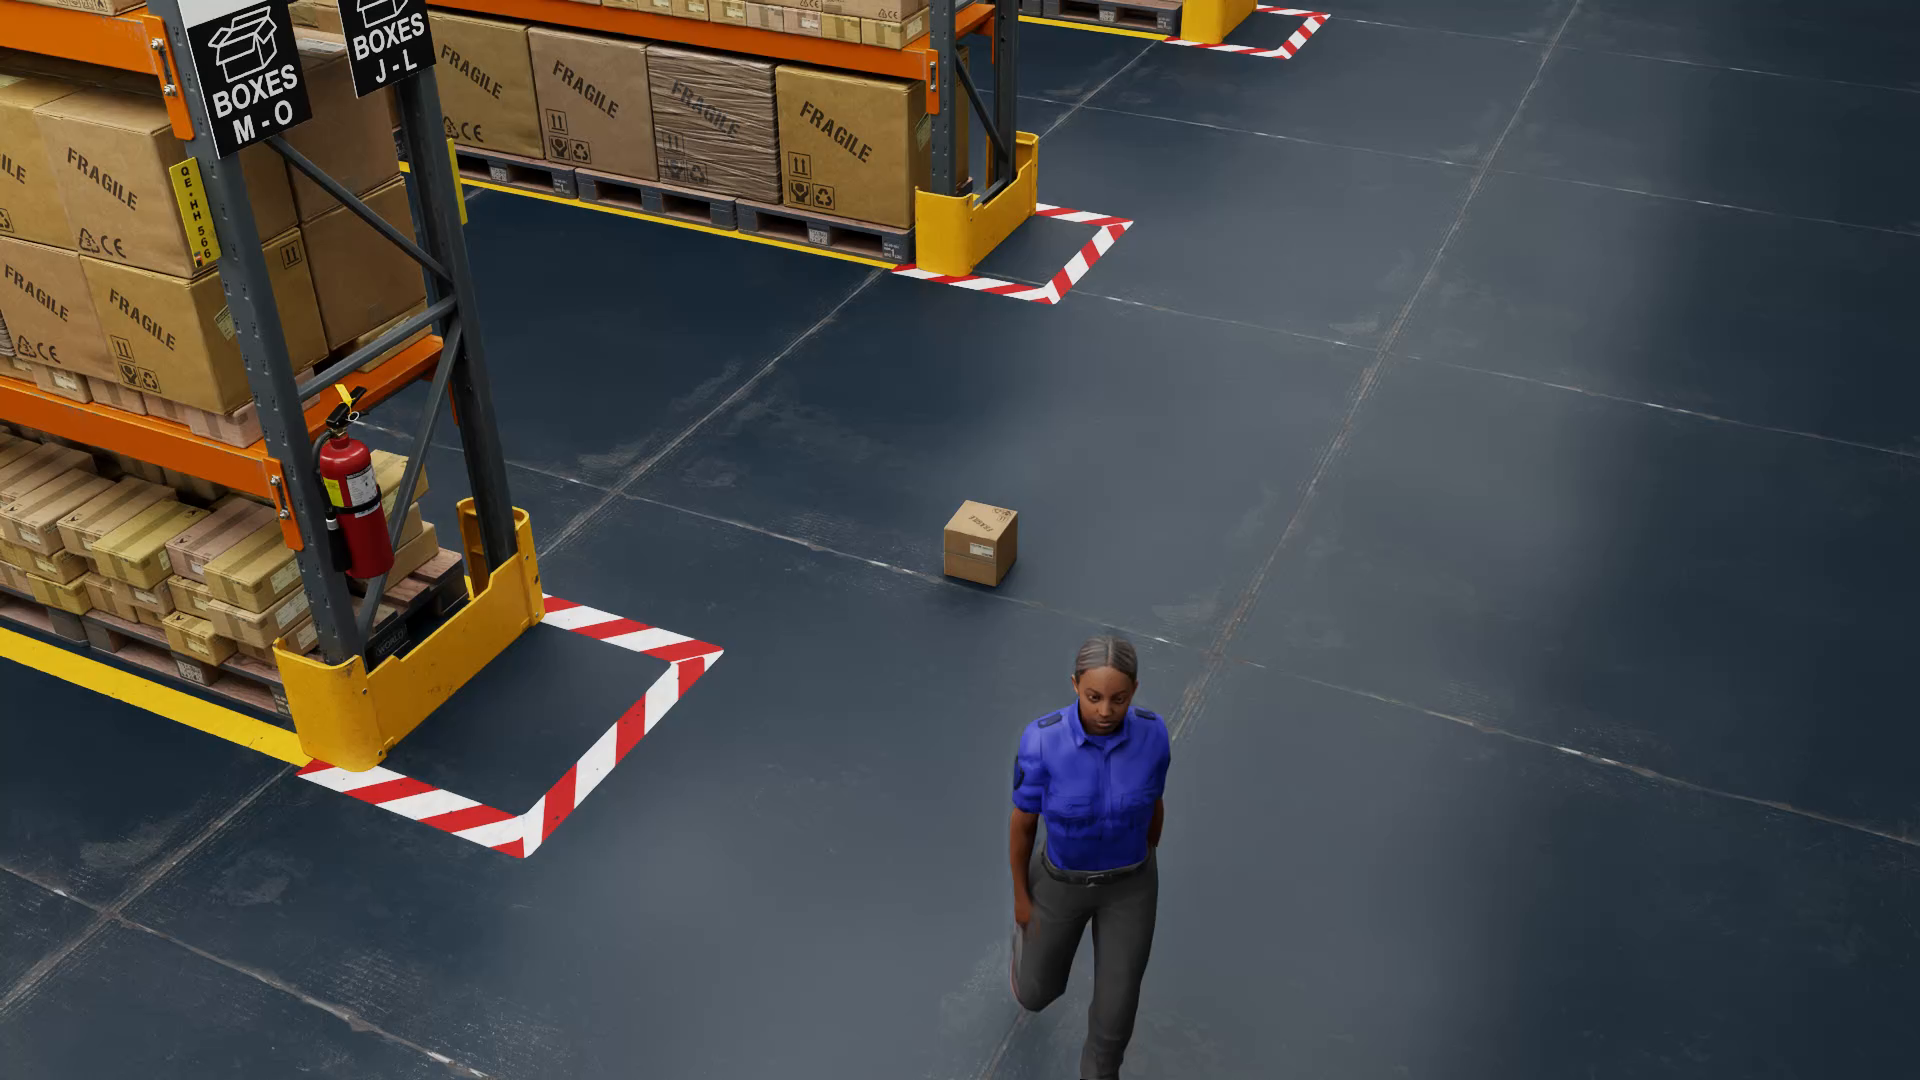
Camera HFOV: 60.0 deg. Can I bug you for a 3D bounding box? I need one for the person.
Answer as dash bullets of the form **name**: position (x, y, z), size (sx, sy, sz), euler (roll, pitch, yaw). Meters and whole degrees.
- **person**: position (0.354, 0.940, 4.725), size (0.445, 1.631, 0.708), euler (-3, 34, -5)
